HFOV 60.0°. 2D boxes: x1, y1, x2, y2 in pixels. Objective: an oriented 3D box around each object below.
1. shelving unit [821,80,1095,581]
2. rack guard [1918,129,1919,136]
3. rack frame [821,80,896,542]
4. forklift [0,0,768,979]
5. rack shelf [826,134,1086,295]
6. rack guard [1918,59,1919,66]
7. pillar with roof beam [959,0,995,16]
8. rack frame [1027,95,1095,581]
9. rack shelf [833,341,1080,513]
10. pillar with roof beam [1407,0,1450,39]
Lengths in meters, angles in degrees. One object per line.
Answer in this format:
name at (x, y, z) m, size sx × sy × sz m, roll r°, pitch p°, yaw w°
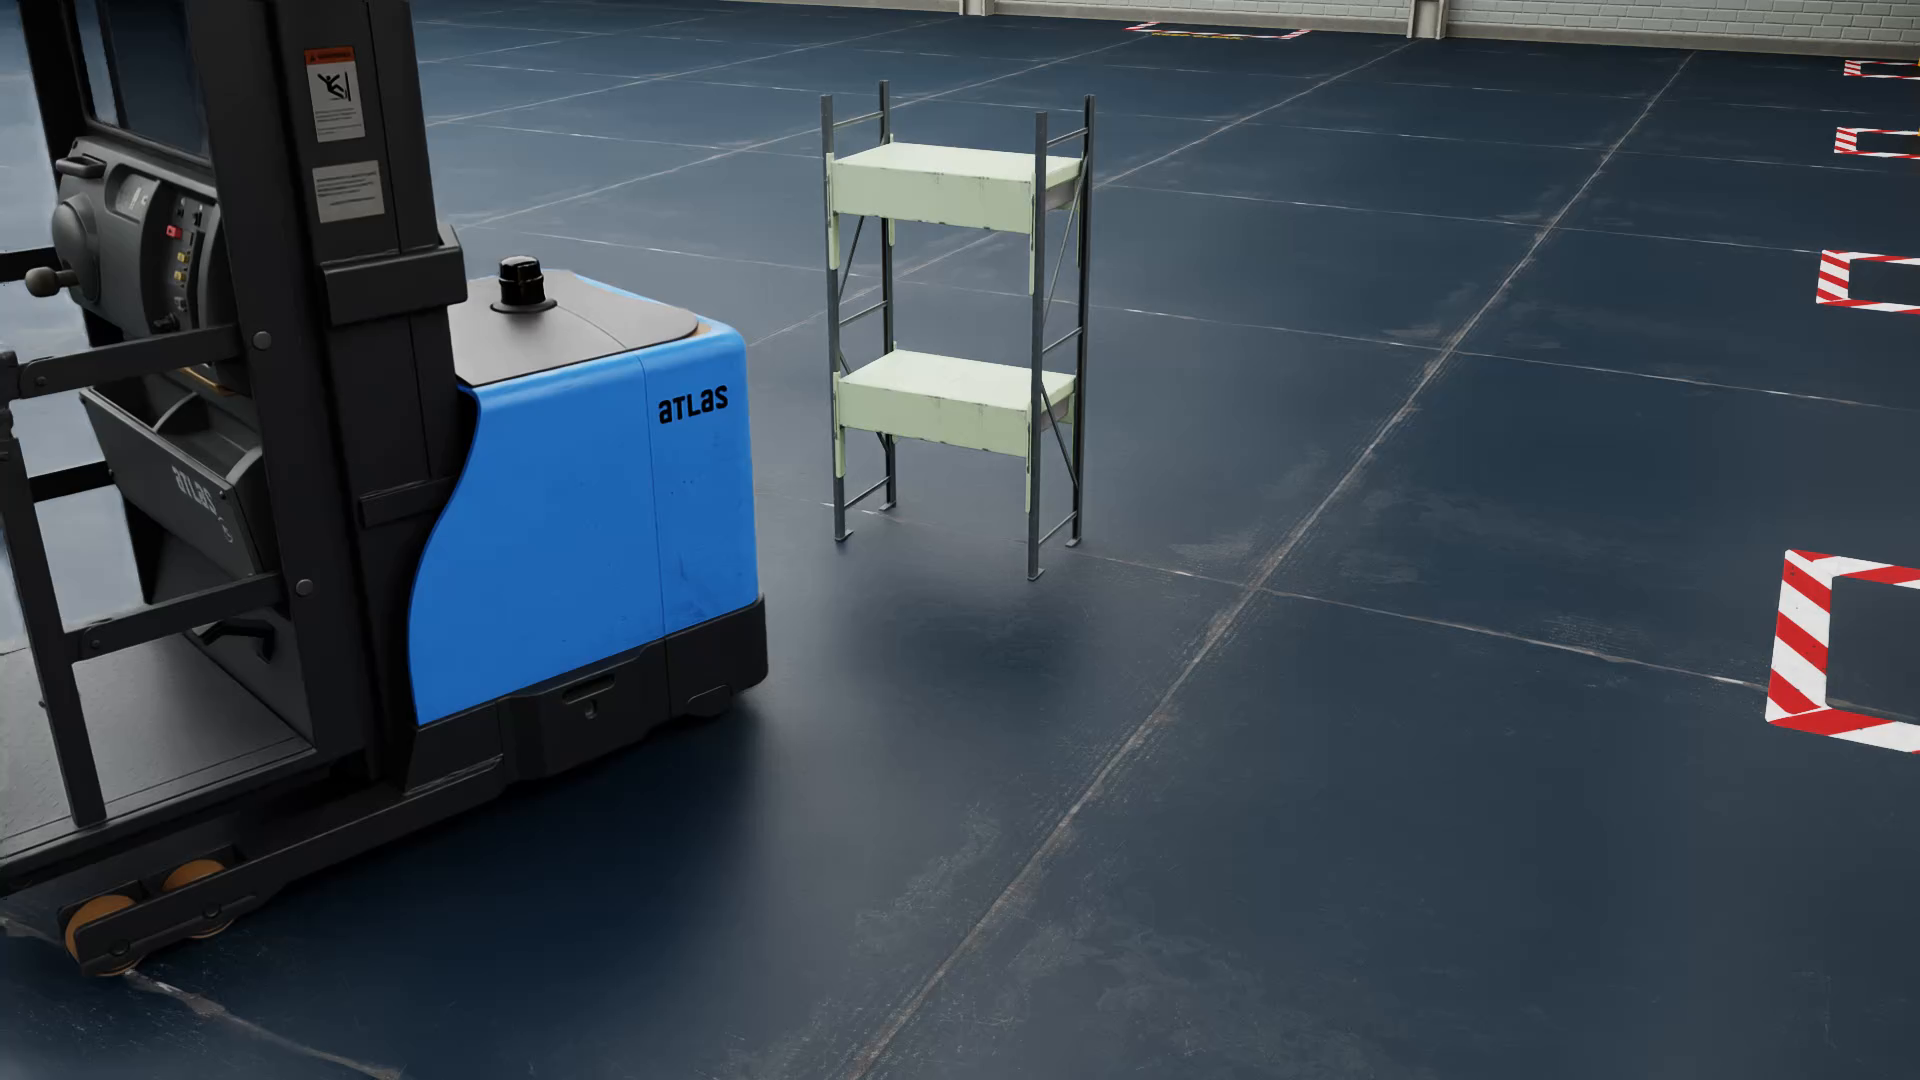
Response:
shelving unit at (-0.006, -0.691, 5.459) m, size 0.755 × 1.500 × 0.431 m, roll 11°, pitch 25°, yaw 25°
rack guard at (7.671, -3.294, 12.856) m, size 0.348 × 0.500 × 1.175 m, roll 11°, pitch 25°, yaw 25°
rack frame at (-0.333, -0.756, 5.611) m, size 0.023 × 1.500 × 0.400 m, roll 11°, pitch 25°, yaw 25°
forklift at (-1.957, -0.646, 3.524) m, size 3.031 × 2.935 × 1.130 m, roll -20°, pitch 30°, yaw -39°
rack shelf at (-0.006, -1.050, 5.307) m, size 0.720 × 0.370 × 0.431 m, roll 11°, pitch 25°, yaw 25°
rack guard at (9.992, -5.007, 16.884) m, size 0.348 × 0.500 × 1.175 m, roll 11°, pitch 25°, yaw 25°
pillar with roof beam at (-1.712, -9.725, 17.119) m, size 0.400 × 9.000 × 9.100 m, roll 11°, pitch 25°, yaw 25°
rack frame at (0.321, -0.627, 5.307) m, size 0.023 × 1.500 × 0.400 m, roll 11°, pitch 25°, yaw 25°
rack shelf at (-0.006, -0.391, 5.587) m, size 0.720 × 0.370 × 0.431 m, roll 11°, pitch 25°, yaw 25°
pillar with roof beam at (3.643, -8.666, 14.628) m, size 0.400 × 9.000 × 9.100 m, roll 11°, pitch 25°, yaw 25°
